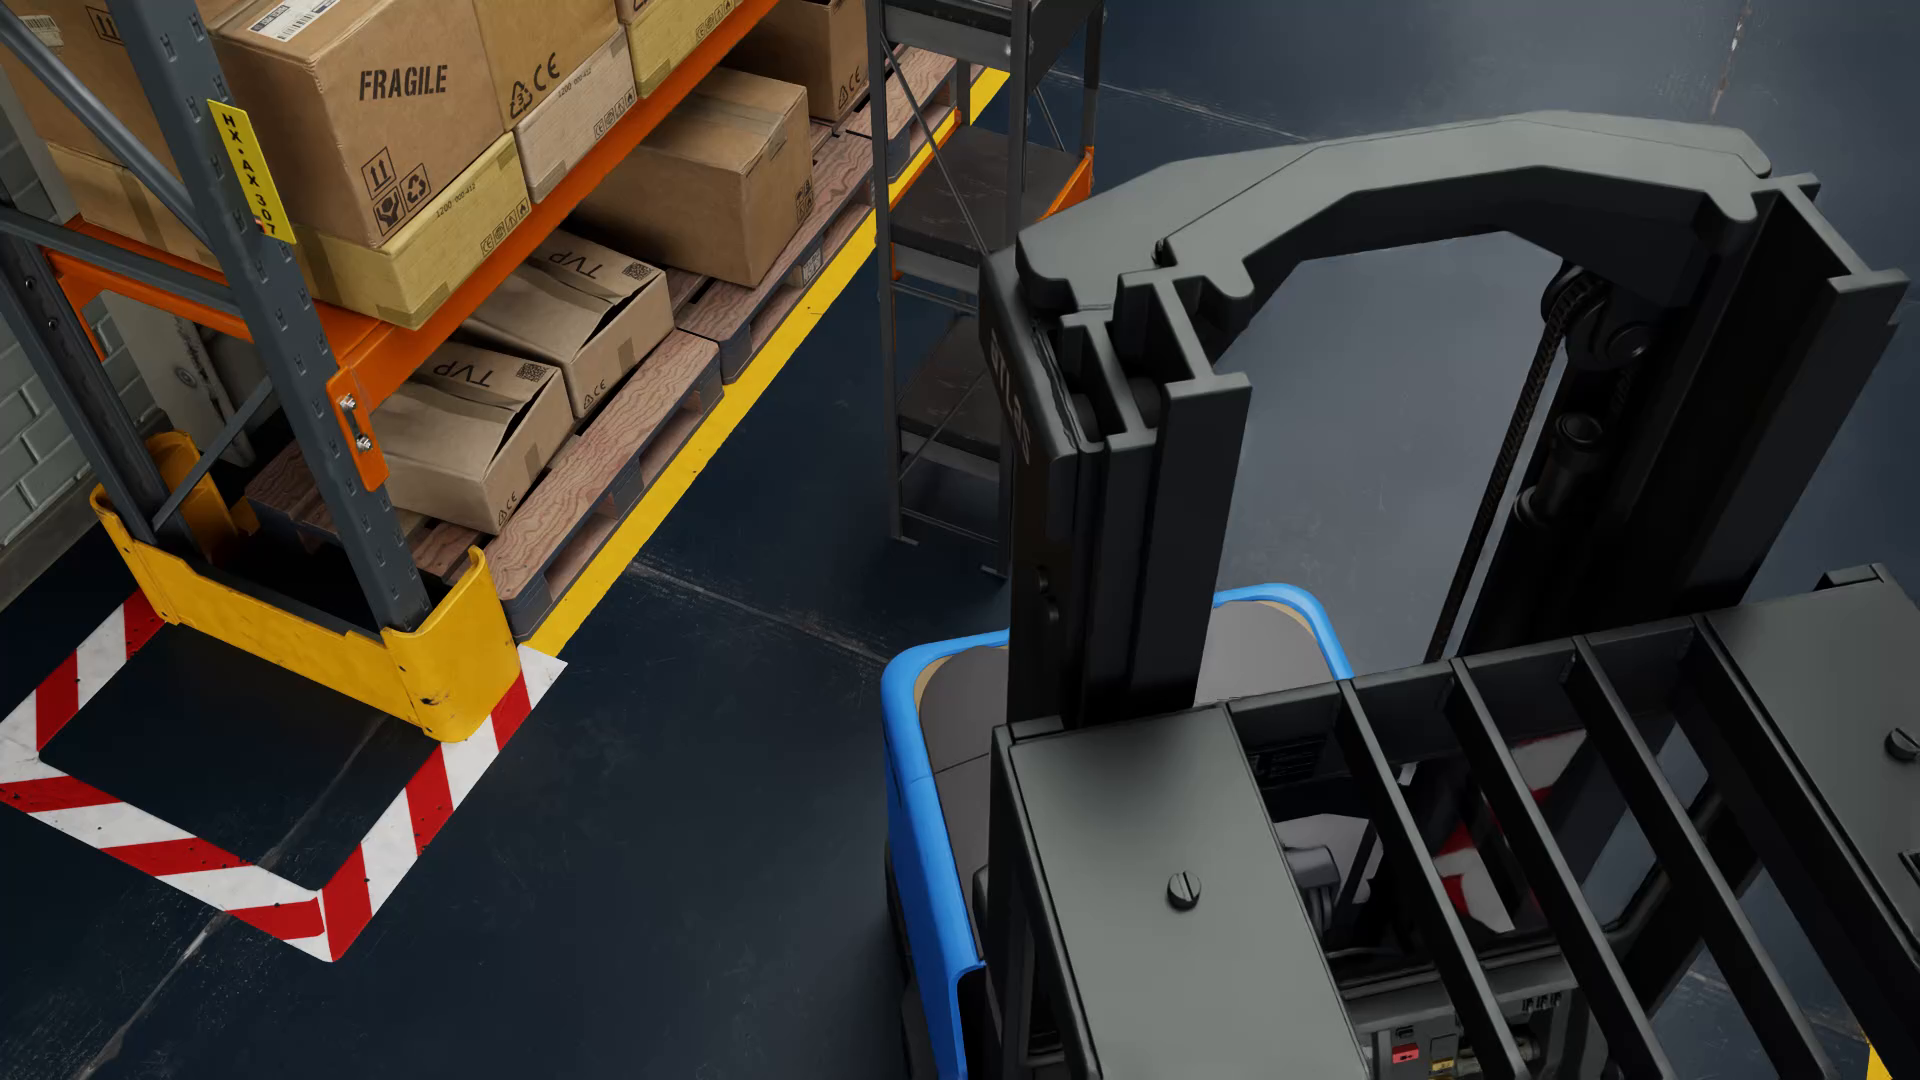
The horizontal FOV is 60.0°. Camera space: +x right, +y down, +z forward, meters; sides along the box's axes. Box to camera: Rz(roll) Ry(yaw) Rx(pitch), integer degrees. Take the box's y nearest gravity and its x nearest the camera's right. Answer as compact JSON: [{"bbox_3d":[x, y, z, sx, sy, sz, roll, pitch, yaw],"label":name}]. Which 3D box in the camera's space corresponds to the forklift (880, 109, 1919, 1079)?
[{"bbox_3d":[0.629,1.007,2.469,1.130,2.935,3.031,-10,50,-8],"label":"forklift"}]

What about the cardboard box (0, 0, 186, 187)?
[{"bbox_3d":[-1.902,-1.225,3.916,0.500,0.500,0.500,19,52,16],"label":"cardboard box"}]

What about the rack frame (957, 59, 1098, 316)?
[{"bbox_3d":[0.175,-0.962,4.690,0.400,2.100,0.015,20,52,16],"label":"rack frame"}]

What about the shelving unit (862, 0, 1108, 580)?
[{"bbox_3d":[0.071,-0.794,4.547,0.431,2.100,0.503,20,52,16],"label":"shelving unit"}]

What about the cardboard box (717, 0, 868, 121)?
[{"bbox_3d":[-0.610,-1.990,6.326,0.500,0.500,0.500,16,52,13],"label":"cardboard box"}]

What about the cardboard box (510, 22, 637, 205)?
[{"bbox_3d":[-1.207,-1.183,4.373,0.500,0.250,0.500,18,52,15],"label":"cardboard box"}]

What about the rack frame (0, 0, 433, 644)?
[{"bbox_3d":[-1.912,-0.631,3.817,1.000,3.000,0.127,20,52,16],"label":"rack frame"}]

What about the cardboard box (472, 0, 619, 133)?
[{"bbox_3d":[-1.216,-1.400,4.064,0.500,0.500,0.500,20,52,16],"label":"cardboard box"}]

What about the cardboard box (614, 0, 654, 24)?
[{"bbox_3d":[-0.989,-1.753,4.365,0.500,0.500,0.500,18,52,15],"label":"cardboard box"}]

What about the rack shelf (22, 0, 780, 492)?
[{"bbox_3d":[-1.057,-1.775,5.263,1.077,0.370,4.000,20,52,16],"label":"rack shelf"}]

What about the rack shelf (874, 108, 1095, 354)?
[{"bbox_3d":[0.071,-0.786,4.558,0.431,0.518,0.480,20,52,16],"label":"rack shelf"}]

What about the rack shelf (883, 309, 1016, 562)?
[{"bbox_3d":[0.071,-0.332,5.091,0.431,0.518,0.480,20,52,16],"label":"rack shelf"}]

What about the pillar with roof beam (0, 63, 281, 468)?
[{"bbox_3d":[1.498,-1.937,0.990,9.100,9.000,0.400,20,52,16],"label":"pillar with roof beam"}]

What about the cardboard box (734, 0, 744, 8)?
[{"bbox_3d":[-0.766,-1.880,4.965,0.500,0.250,0.500,20,53,16],"label":"cardboard box"}]

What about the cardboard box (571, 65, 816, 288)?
[{"bbox_3d":[-0.932,-1.292,5.732,0.700,0.500,0.500,17,52,14],"label":"cardboard box"}]

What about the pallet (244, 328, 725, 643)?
[{"bbox_3d":[-1.500,-0.327,5.390,1.003,0.211,1.213,20,52,16],"label":"pallet"}]

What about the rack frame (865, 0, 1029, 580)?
[{"bbox_3d":[-0.034,-0.626,4.404,0.400,2.100,0.015,20,52,16],"label":"rack frame"}]

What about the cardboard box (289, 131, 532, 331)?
[{"bbox_3d":[-1.416,-0.821,4.065,0.500,0.250,0.500,18,52,15],"label":"cardboard box"}]

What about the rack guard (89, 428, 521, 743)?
[{"bbox_3d":[-1.879,0.127,4.814,1.175,0.500,0.348,20,52,16],"label":"rack guard"}]

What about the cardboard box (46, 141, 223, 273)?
[{"bbox_3d":[-1.887,-0.973,4.194,0.500,0.250,0.500,20,53,17],"label":"cardboard box"}]

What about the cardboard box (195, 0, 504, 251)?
[{"bbox_3d":[-1.436,-1.062,3.777,0.500,0.500,0.500,20,52,16],"label":"cardboard box"}]

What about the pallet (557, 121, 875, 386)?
[{"bbox_3d":[-0.978,-1.164,6.102,1.003,0.211,1.213,20,52,16],"label":"pallet"}]

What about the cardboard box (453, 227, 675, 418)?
[{"bbox_3d":[-1.291,-0.742,5.388,0.500,0.311,0.500,24,54,19],"label":"cardboard box"}]

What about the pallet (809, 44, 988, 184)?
[{"bbox_3d":[-0.458,-2.007,6.819,1.003,0.211,1.213,20,52,16],"label":"pallet"}]

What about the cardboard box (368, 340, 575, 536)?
[{"bbox_3d":[-1.535,-0.349,5.054,0.500,0.311,0.500,14,51,12],"label":"cardboard box"}]

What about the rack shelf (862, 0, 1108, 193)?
[{"bbox_3d":[0.071,-1.239,4.025,0.431,0.518,0.480,20,52,16],"label":"rack shelf"}]

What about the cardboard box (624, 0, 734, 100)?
[{"bbox_3d":[-0.984,-1.532,4.670,0.500,0.250,0.500,19,52,16],"label":"cardboard box"}]

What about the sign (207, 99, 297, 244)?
[{"bbox_3d":[-1.421,-0.735,3.337,0.100,0.325,0.005,20,52,16],"label":"sign"}]
